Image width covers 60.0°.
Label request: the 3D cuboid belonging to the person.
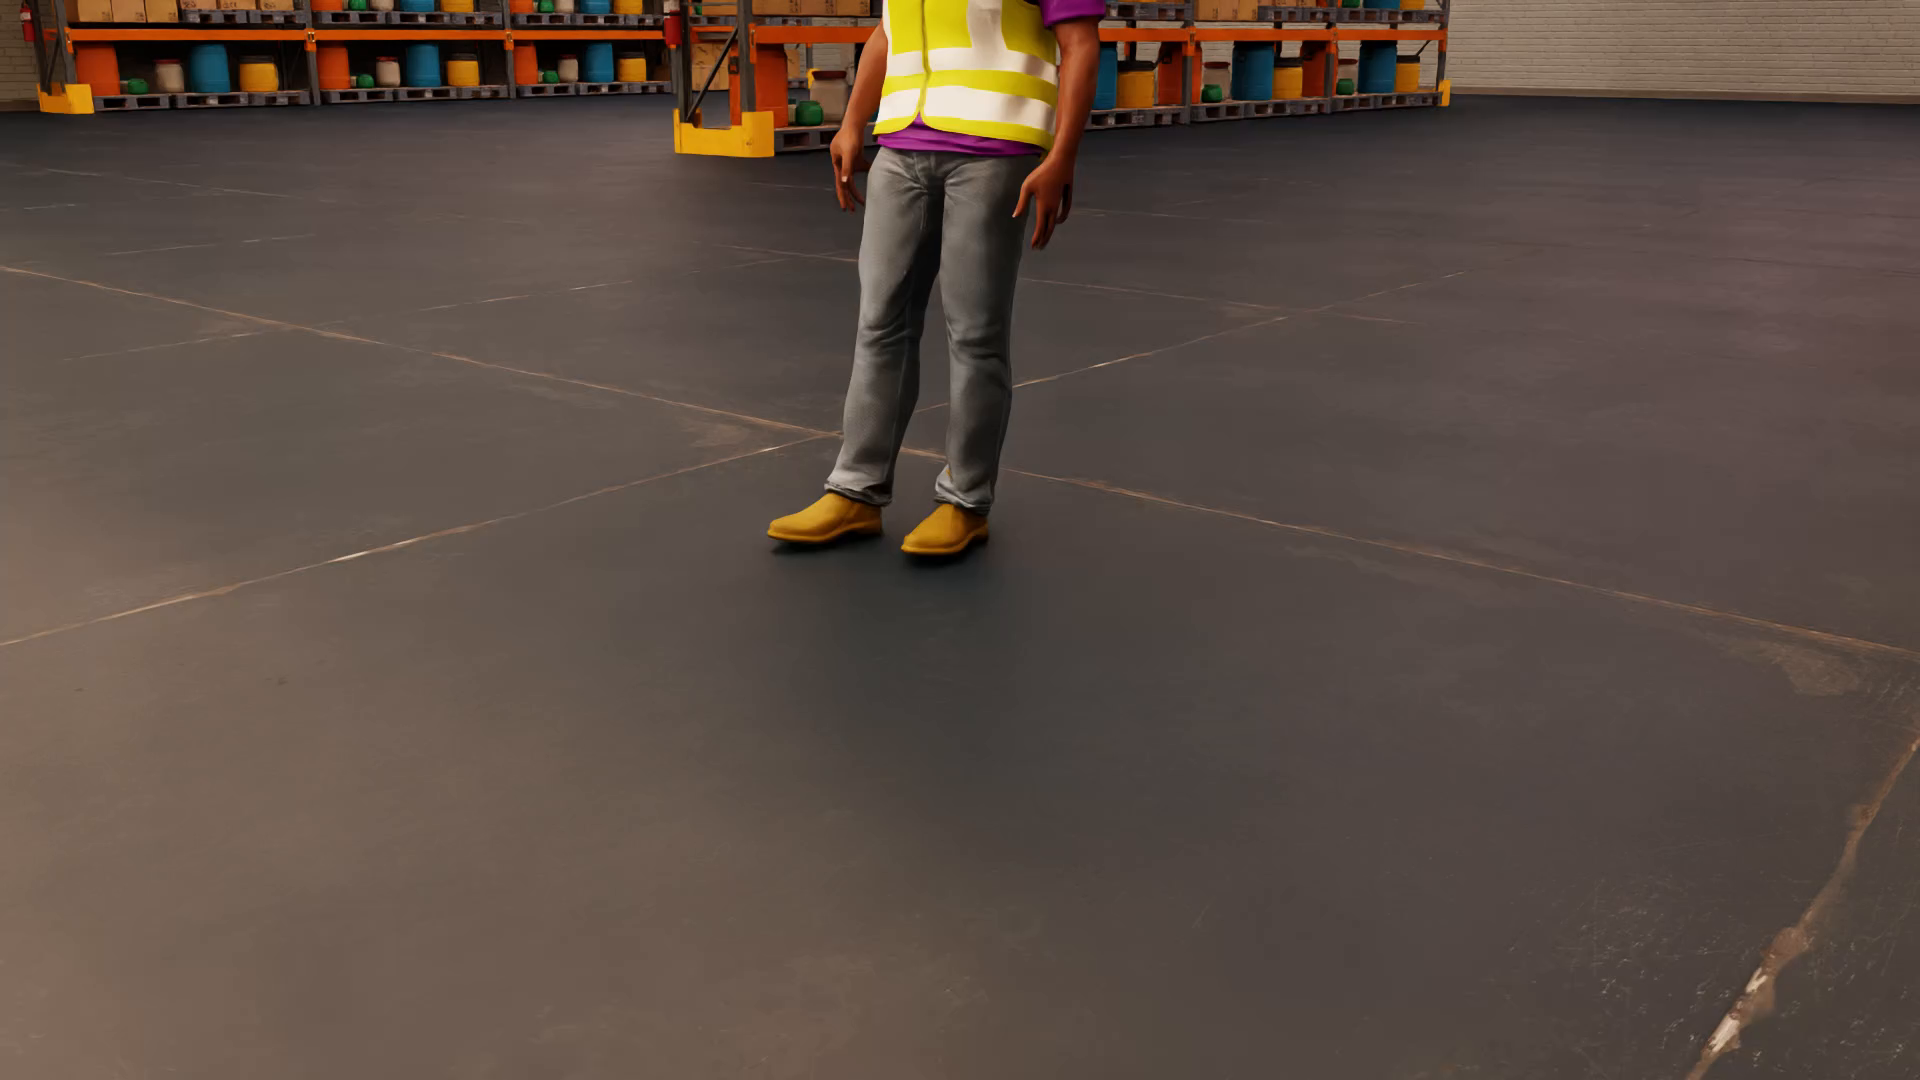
[{"bbox_3d":[-0.049,-0.837,3.635,0.665,1.768,0.575,13,21,37],"label":"person"}]
